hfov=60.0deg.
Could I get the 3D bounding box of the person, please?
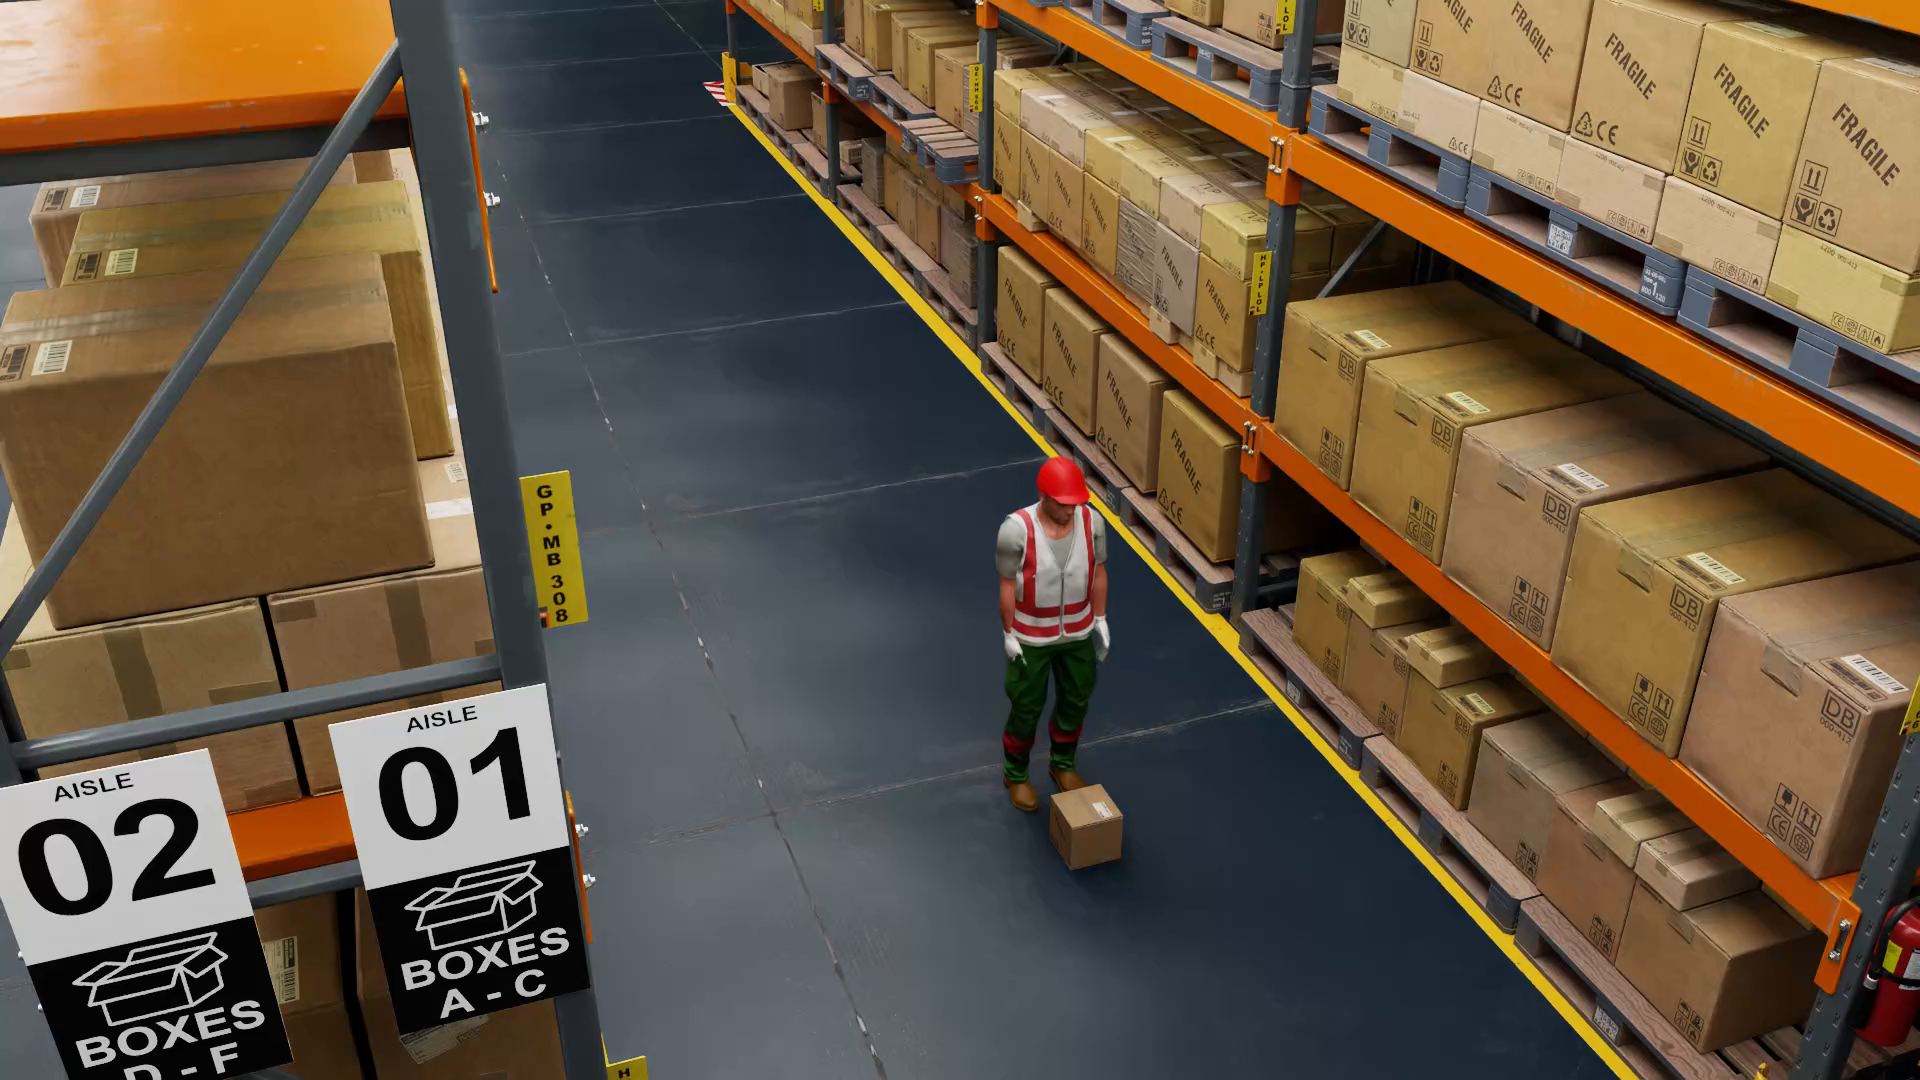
[{"bbox_3d":[0.428,0.420,7.594,0.528,1.780,0.351,-10,31,-17],"label":"person"}]
